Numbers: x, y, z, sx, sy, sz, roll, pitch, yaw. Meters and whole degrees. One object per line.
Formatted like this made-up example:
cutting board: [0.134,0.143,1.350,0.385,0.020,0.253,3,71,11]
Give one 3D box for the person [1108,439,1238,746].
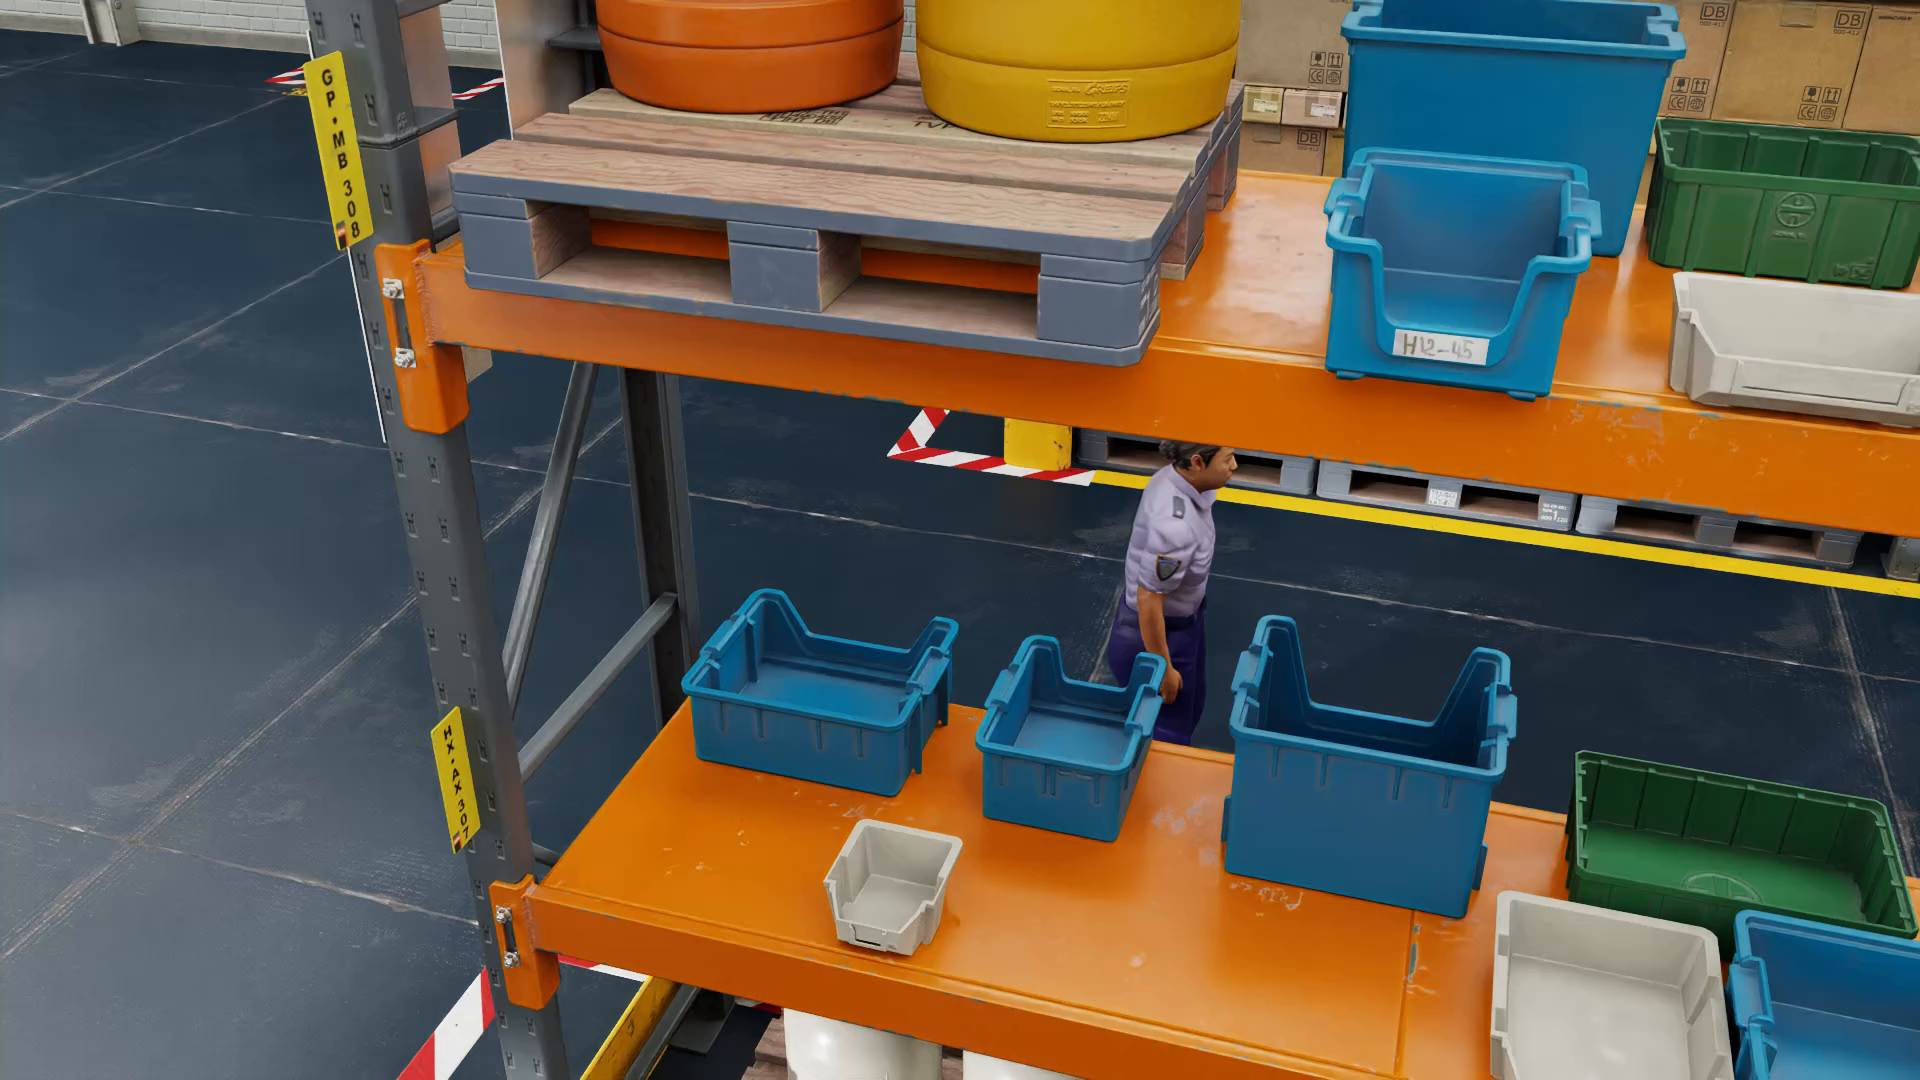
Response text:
person: [0.695,0.334,5.541,0.370,1.652,0.539,9,31,15]
